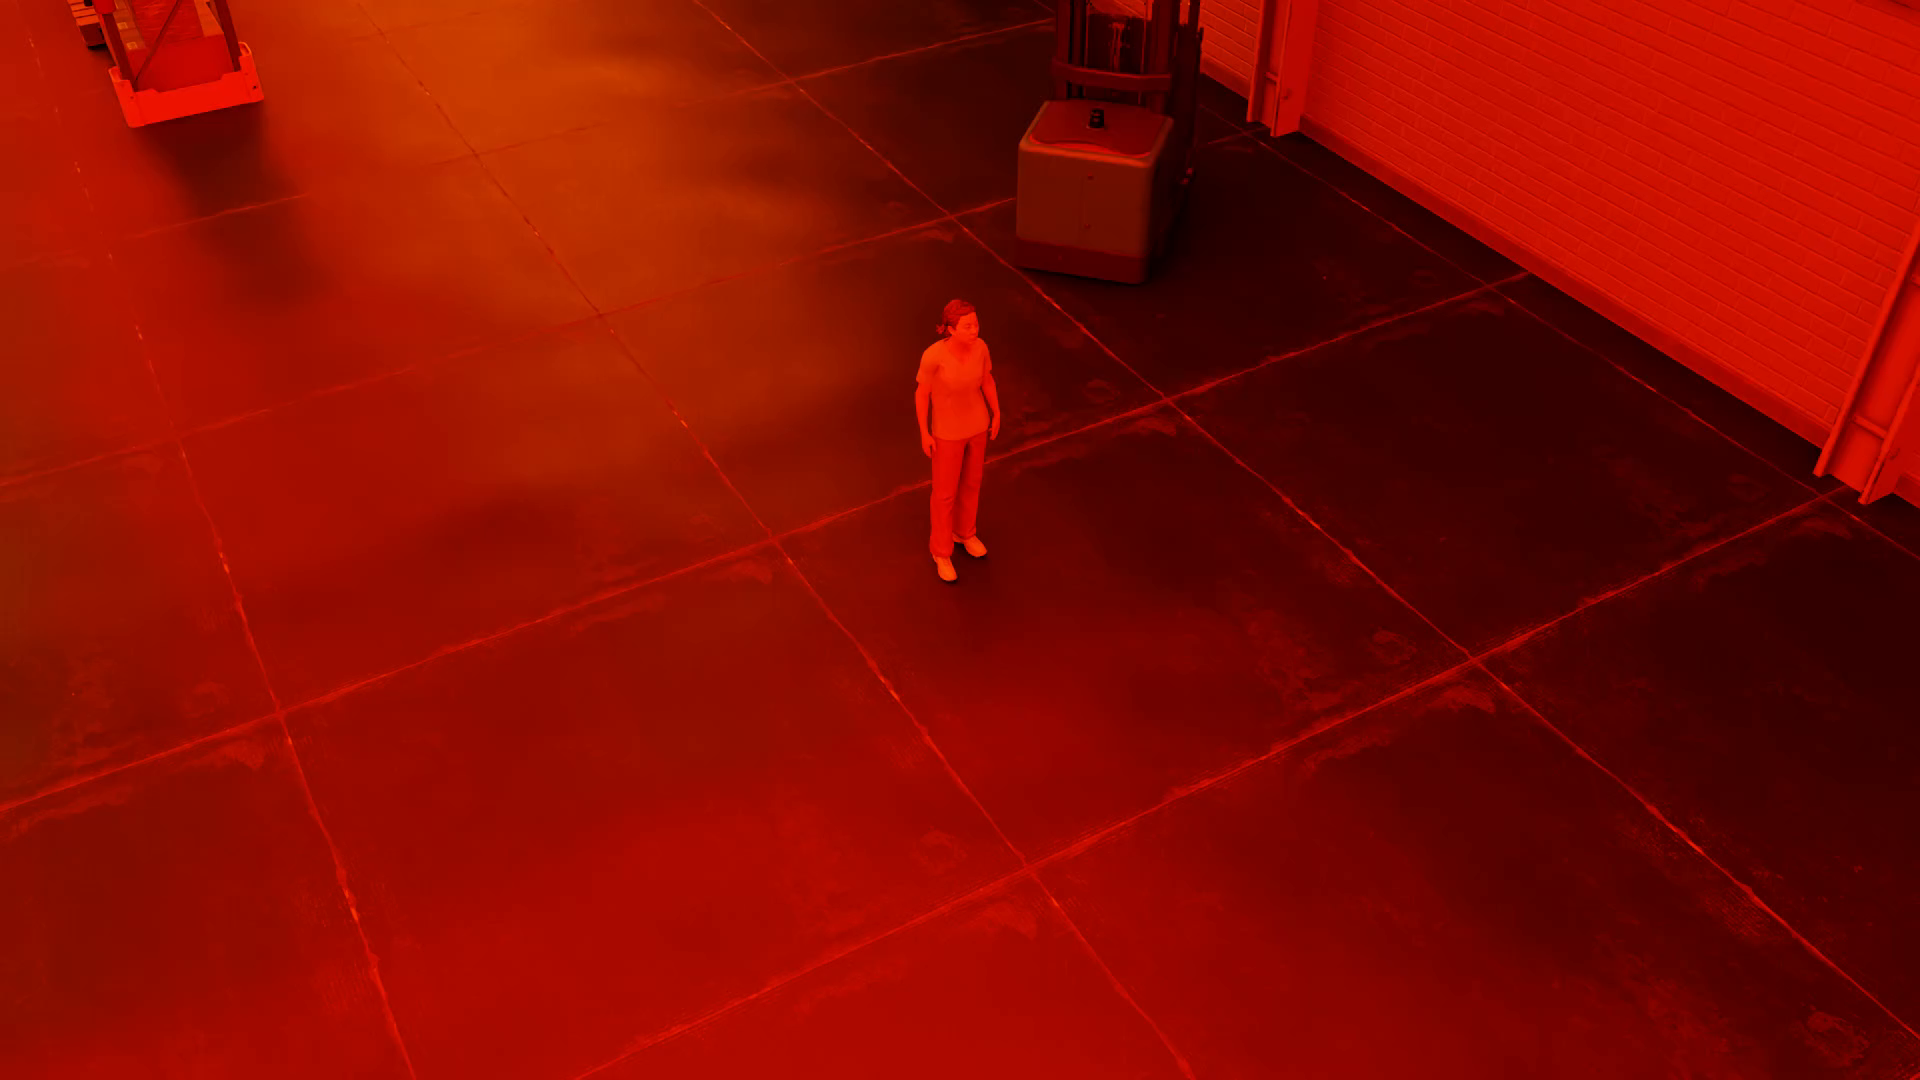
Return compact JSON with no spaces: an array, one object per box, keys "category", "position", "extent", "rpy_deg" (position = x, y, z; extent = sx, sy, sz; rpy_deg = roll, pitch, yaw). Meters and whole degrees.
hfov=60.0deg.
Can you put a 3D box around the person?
[{"category":"person","position":[0.031,-0.597,9.737],"extent":[0.553,1.663,0.533],"rpy_deg":[-20,44,-23]}]

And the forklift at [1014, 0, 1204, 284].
[{"category":"forklift","position":[1.335,-4.008,12.868],"extent":[1.130,2.935,3.031],"rpy_deg":[11,41,13]}]
